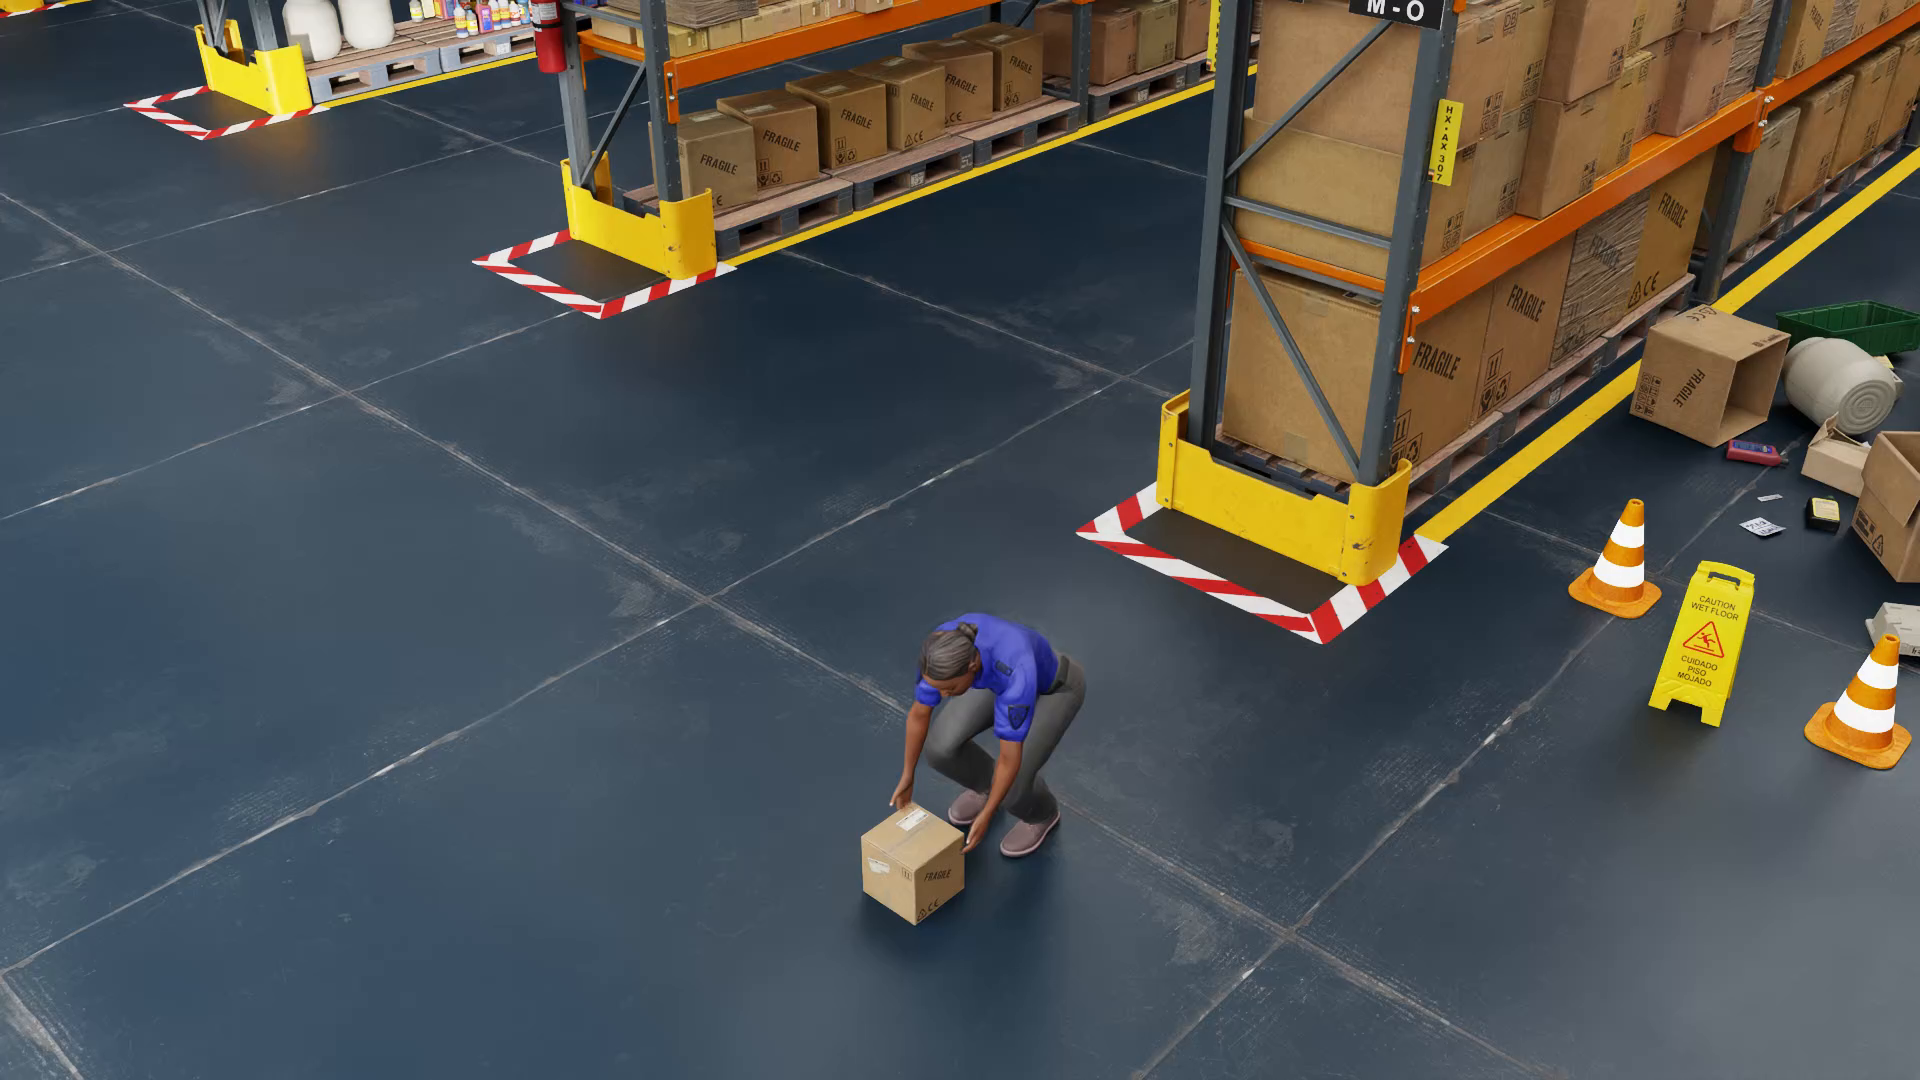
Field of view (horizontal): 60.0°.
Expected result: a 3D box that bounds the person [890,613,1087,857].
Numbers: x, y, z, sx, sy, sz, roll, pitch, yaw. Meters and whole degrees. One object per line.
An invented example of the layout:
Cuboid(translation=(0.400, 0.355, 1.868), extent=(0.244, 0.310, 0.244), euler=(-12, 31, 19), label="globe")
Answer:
Cuboid(translation=(0.127, 0.622, 5.710), extent=(0.494, 1.052, 0.763), euler=(25, 40, 35), label="person")
